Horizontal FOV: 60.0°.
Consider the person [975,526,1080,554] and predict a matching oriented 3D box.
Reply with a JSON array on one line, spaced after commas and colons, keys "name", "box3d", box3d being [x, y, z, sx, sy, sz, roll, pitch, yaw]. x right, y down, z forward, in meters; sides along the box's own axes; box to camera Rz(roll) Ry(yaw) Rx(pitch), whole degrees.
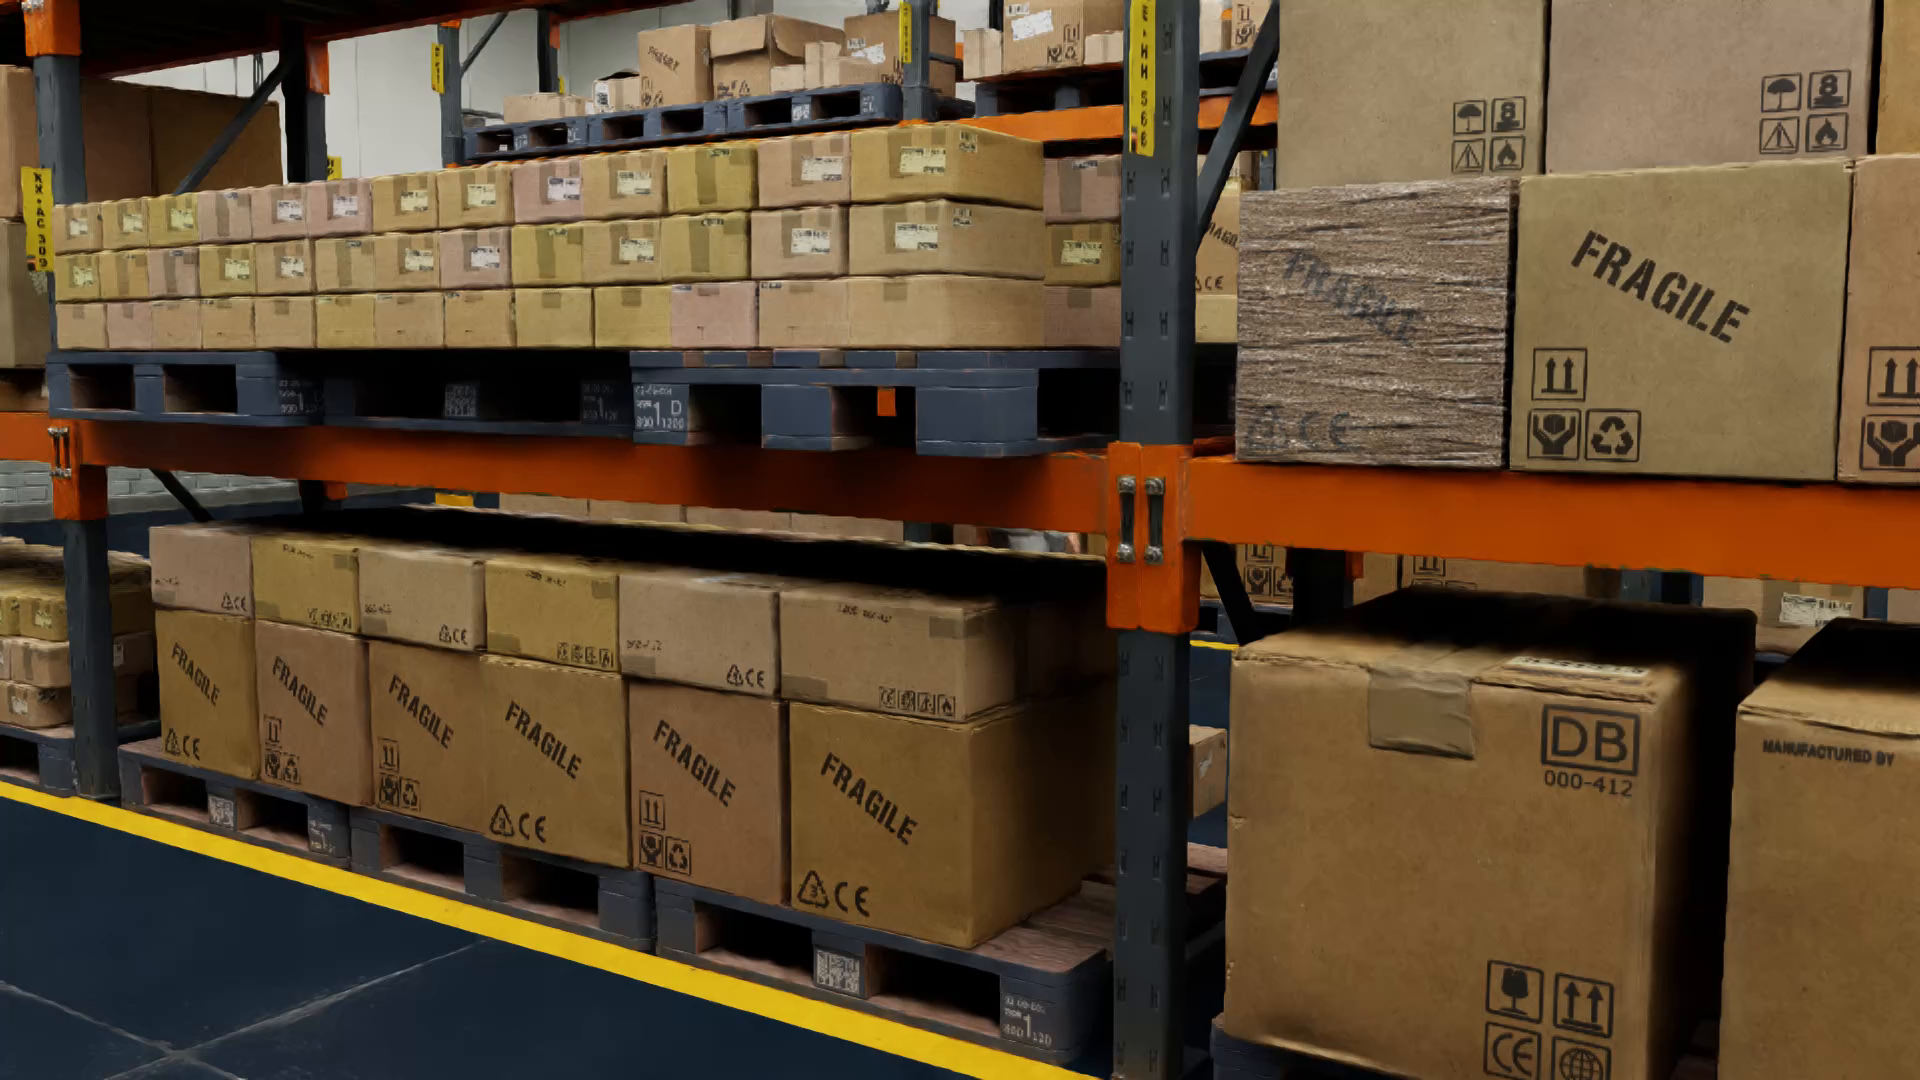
[{"name": "person", "box3d": [0.227, -0.021, 6.166, 0.922, 1.653, 0.443, 6, 9, 42]}]
